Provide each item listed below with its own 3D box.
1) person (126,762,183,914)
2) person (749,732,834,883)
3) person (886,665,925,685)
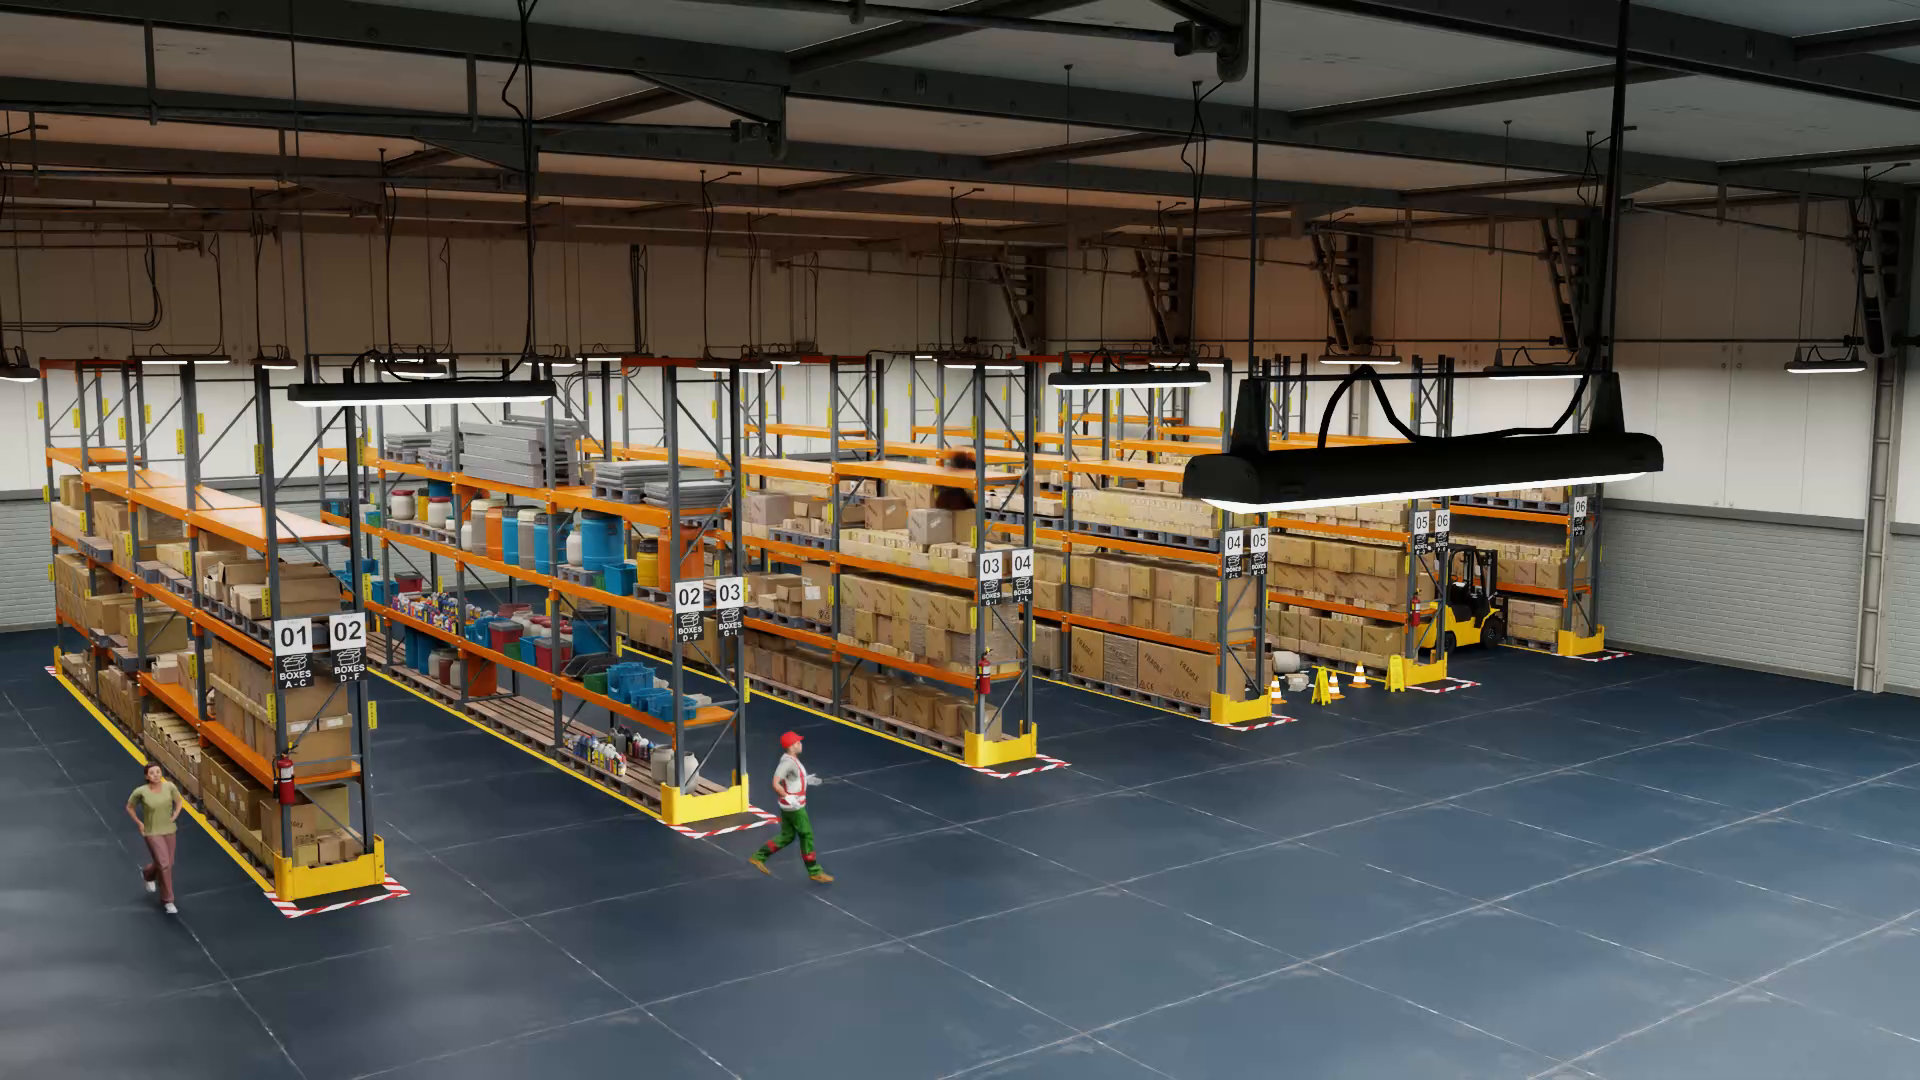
[{"bbox_3d":[-8.972,3.285,18.612,0.834,1.669,0.566,7,10,44],"label":"person"},{"bbox_3d":[-1.970,3.114,19.361,0.993,1.796,0.655,-1,7,-11],"label":"person"},{"bbox_3d":[-0.999,1.765,30.832,0.673,1.850,0.927,-6,9,-43],"label":"person"}]
